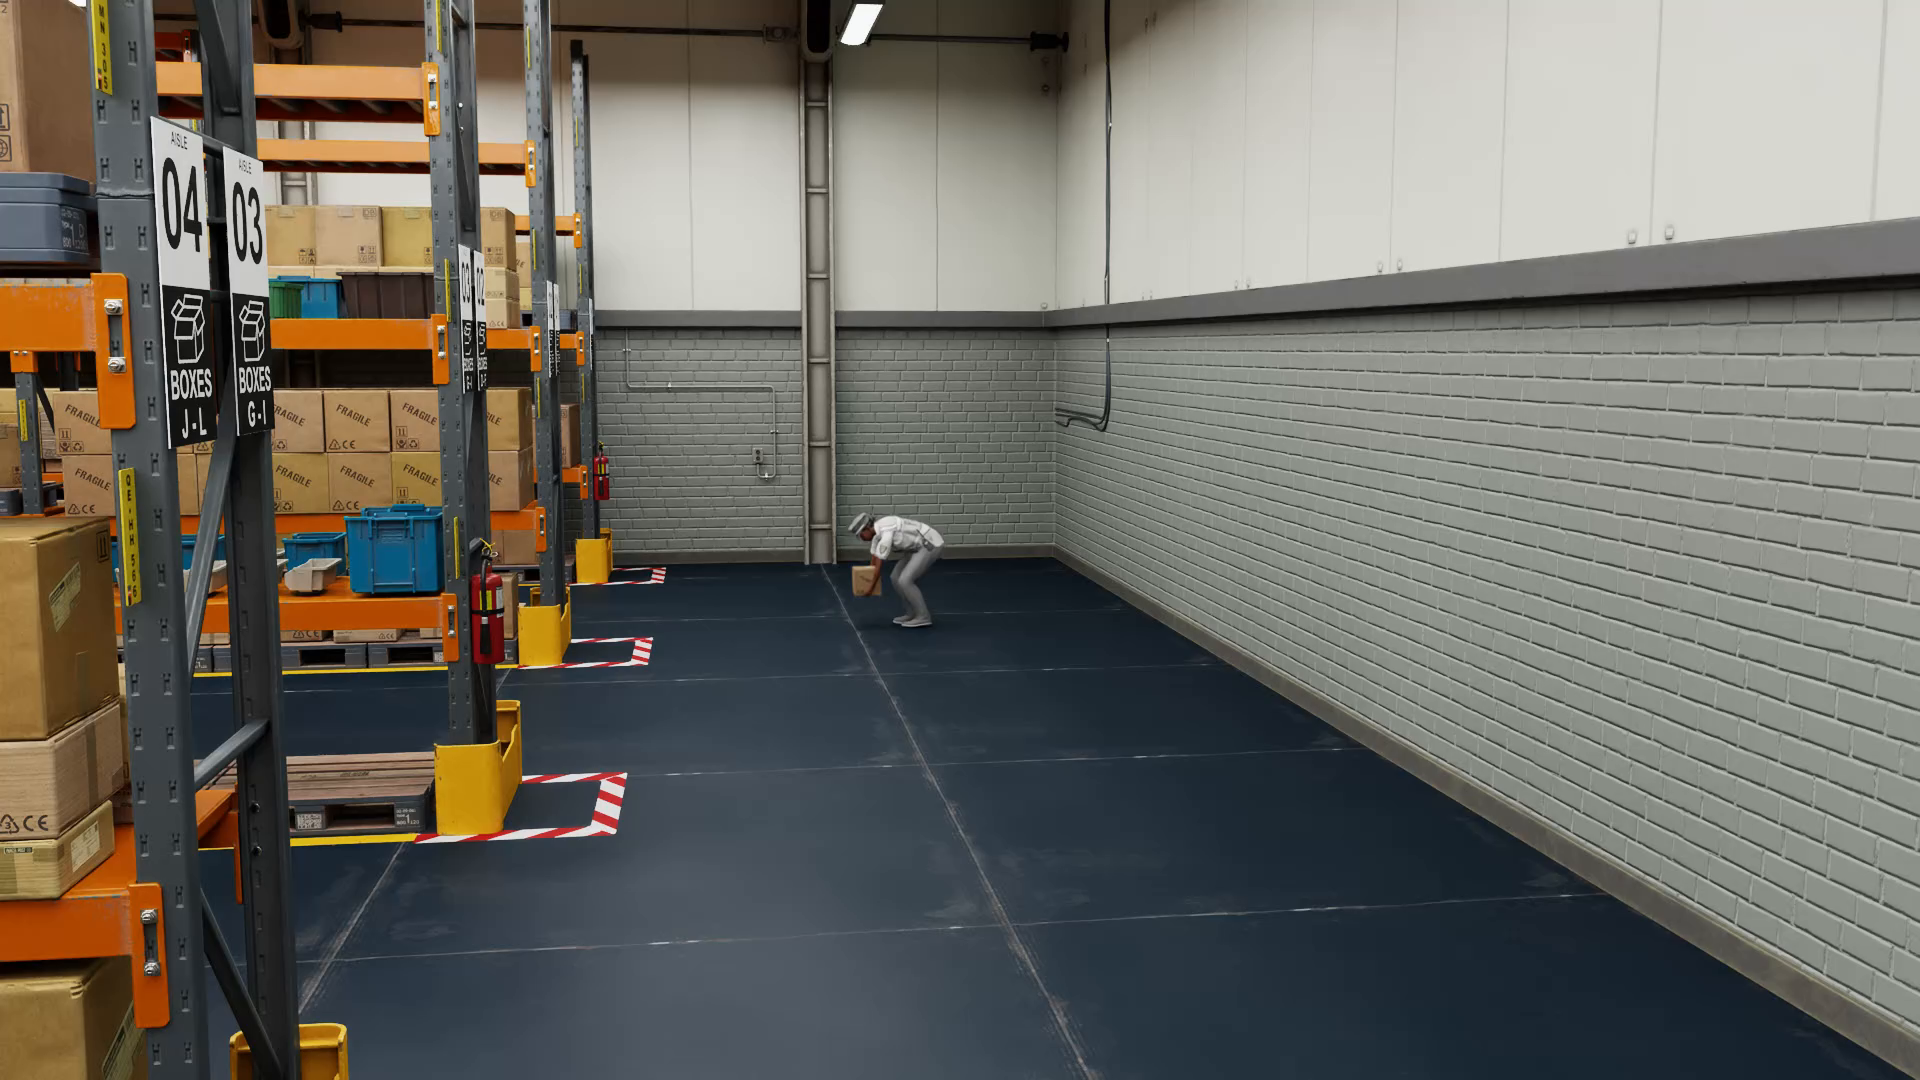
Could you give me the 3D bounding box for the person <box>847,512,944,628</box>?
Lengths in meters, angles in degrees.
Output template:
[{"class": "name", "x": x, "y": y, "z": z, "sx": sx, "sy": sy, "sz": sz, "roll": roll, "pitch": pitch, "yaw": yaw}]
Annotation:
[{"class": "person", "x": -0.617, "y": 0.277, "z": 15.905, "sx": 0.931, "sy": 1.101, "sz": 0.449, "roll": -1, "pitch": 7, "yaw": -11}]
